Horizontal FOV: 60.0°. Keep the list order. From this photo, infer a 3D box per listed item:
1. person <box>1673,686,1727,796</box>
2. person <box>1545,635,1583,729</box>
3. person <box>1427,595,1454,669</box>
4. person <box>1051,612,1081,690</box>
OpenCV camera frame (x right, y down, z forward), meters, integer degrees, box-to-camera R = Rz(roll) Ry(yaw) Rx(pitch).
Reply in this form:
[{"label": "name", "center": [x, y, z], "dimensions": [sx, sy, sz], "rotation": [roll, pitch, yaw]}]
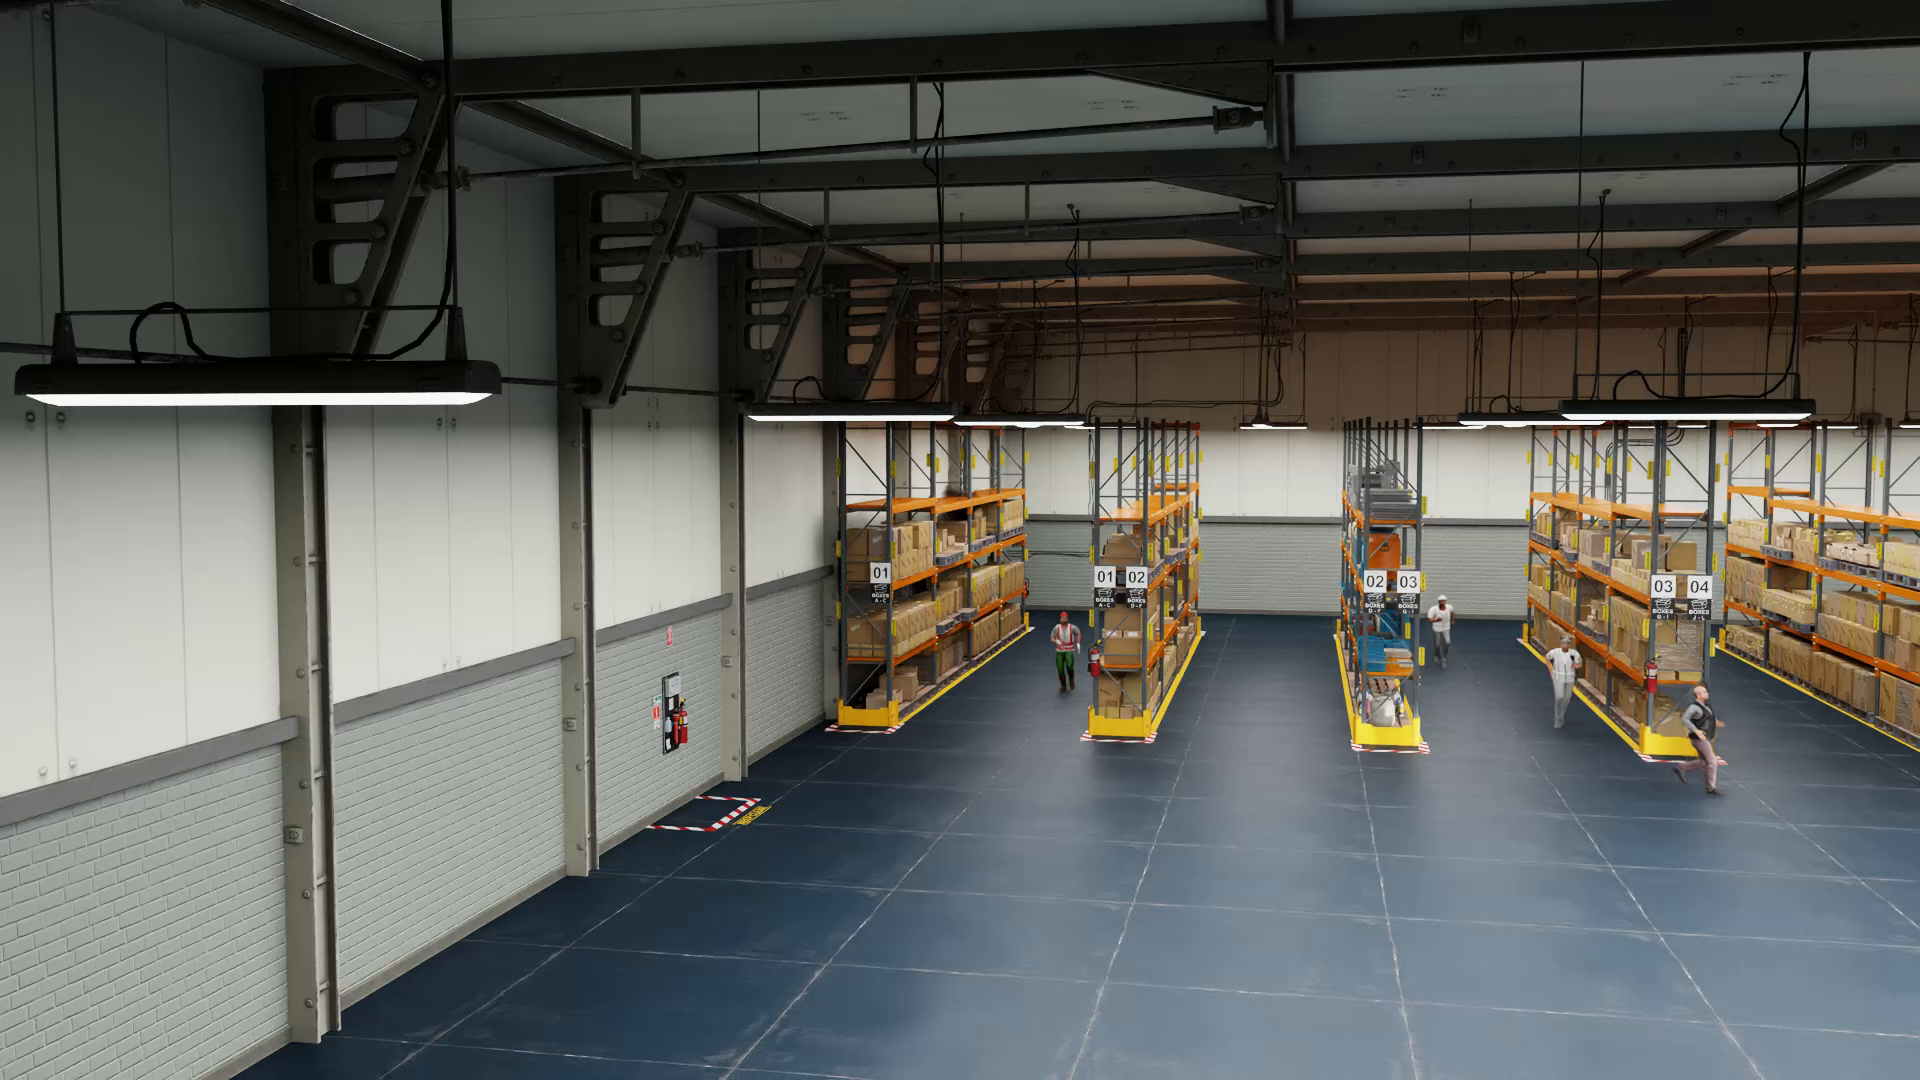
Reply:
[{"label": "person", "center": [11.727, 3.162, 26.348], "dimensions": [0.875, 1.697, 0.669], "rotation": [3, 5, 43]}, {"label": "person", "center": [11.770, 2.759, 32.398], "dimensions": [0.636, 1.833, 0.829], "rotation": [0, 4, 6]}, {"label": "person", "center": [11.724, 2.224, 40.527], "dimensions": [0.728, 1.790, 0.840], "rotation": [0, 4, -1]}, {"label": "person", "center": [2.315, 2.459, 36.565], "dimensions": [0.659, 1.749, 0.648], "rotation": [1, 4, 9]}]
